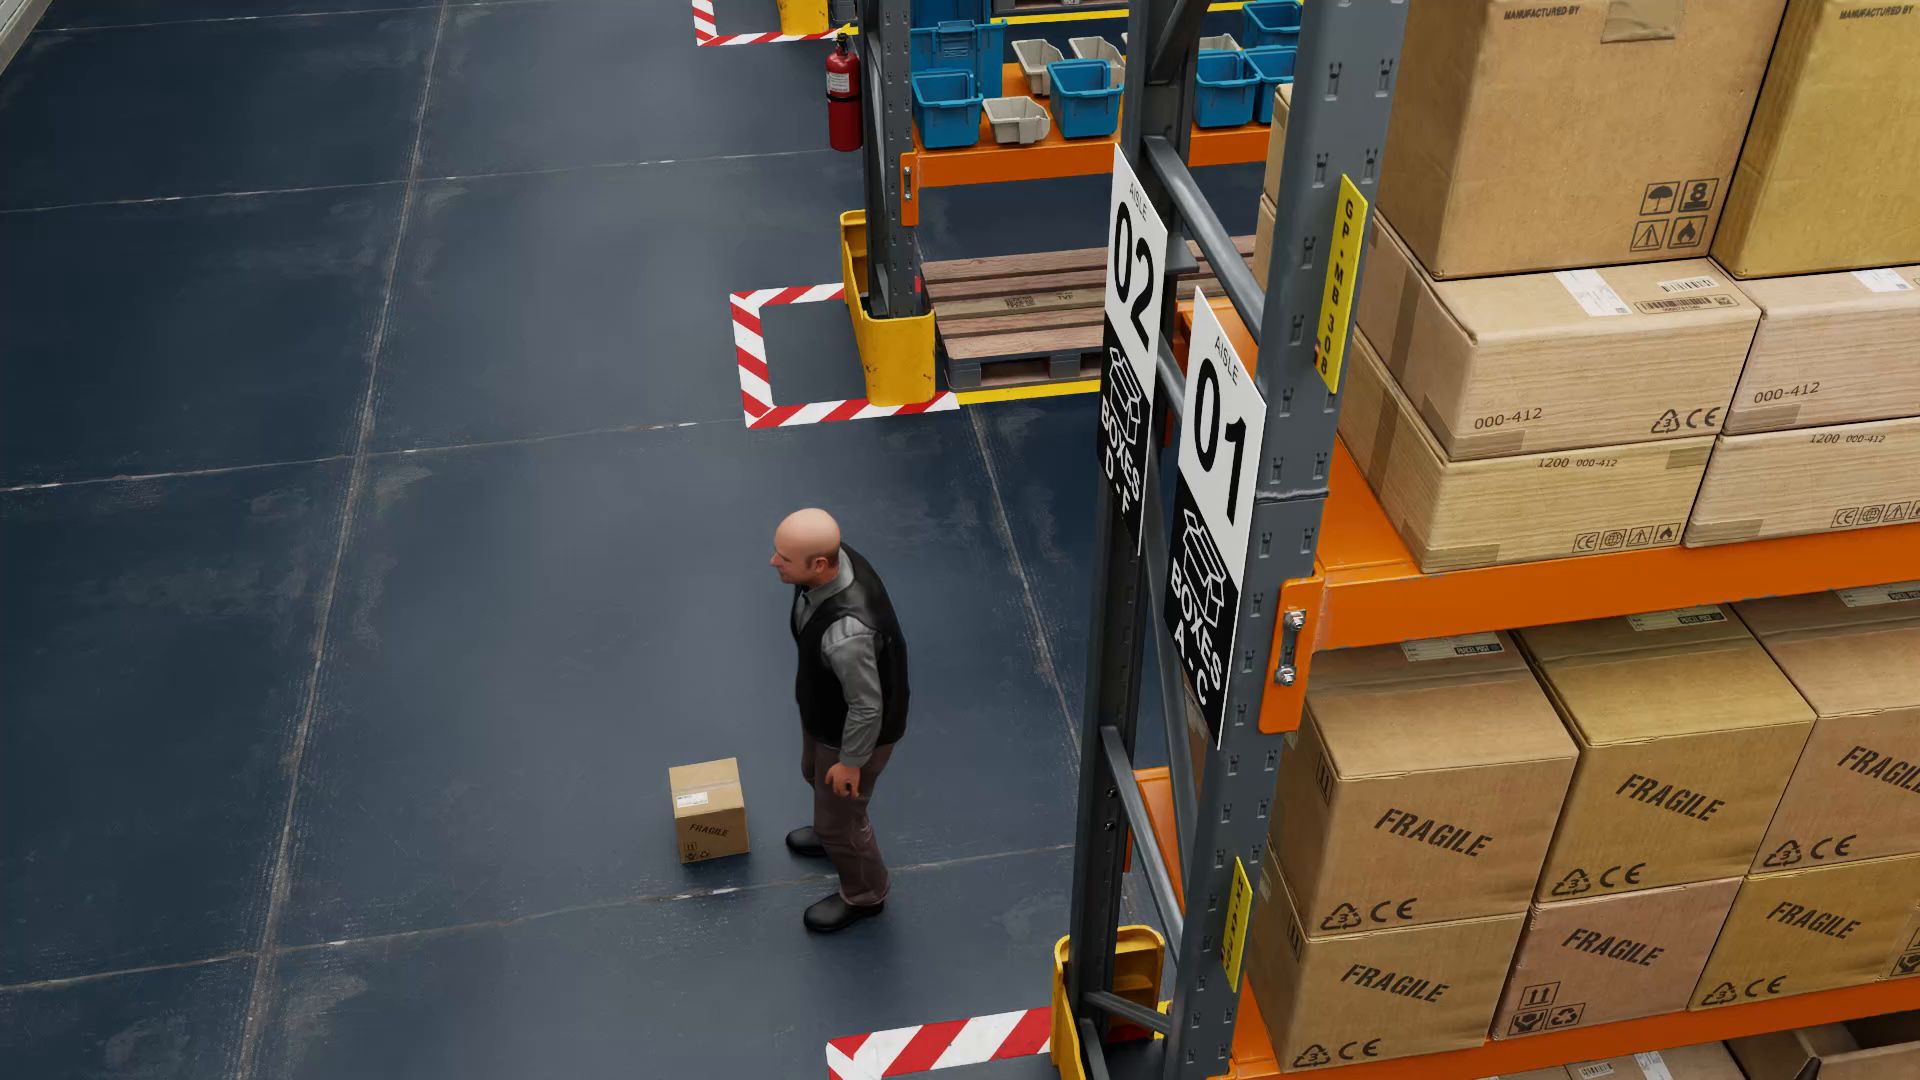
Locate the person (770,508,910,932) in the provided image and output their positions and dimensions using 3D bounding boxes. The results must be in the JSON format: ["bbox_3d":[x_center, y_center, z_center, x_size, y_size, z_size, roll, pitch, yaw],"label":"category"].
[{"bbox_3d":[-0.382,0.573,5.449,0.418,1.721,0.595,-10,39,-12],"label":"person"}]
